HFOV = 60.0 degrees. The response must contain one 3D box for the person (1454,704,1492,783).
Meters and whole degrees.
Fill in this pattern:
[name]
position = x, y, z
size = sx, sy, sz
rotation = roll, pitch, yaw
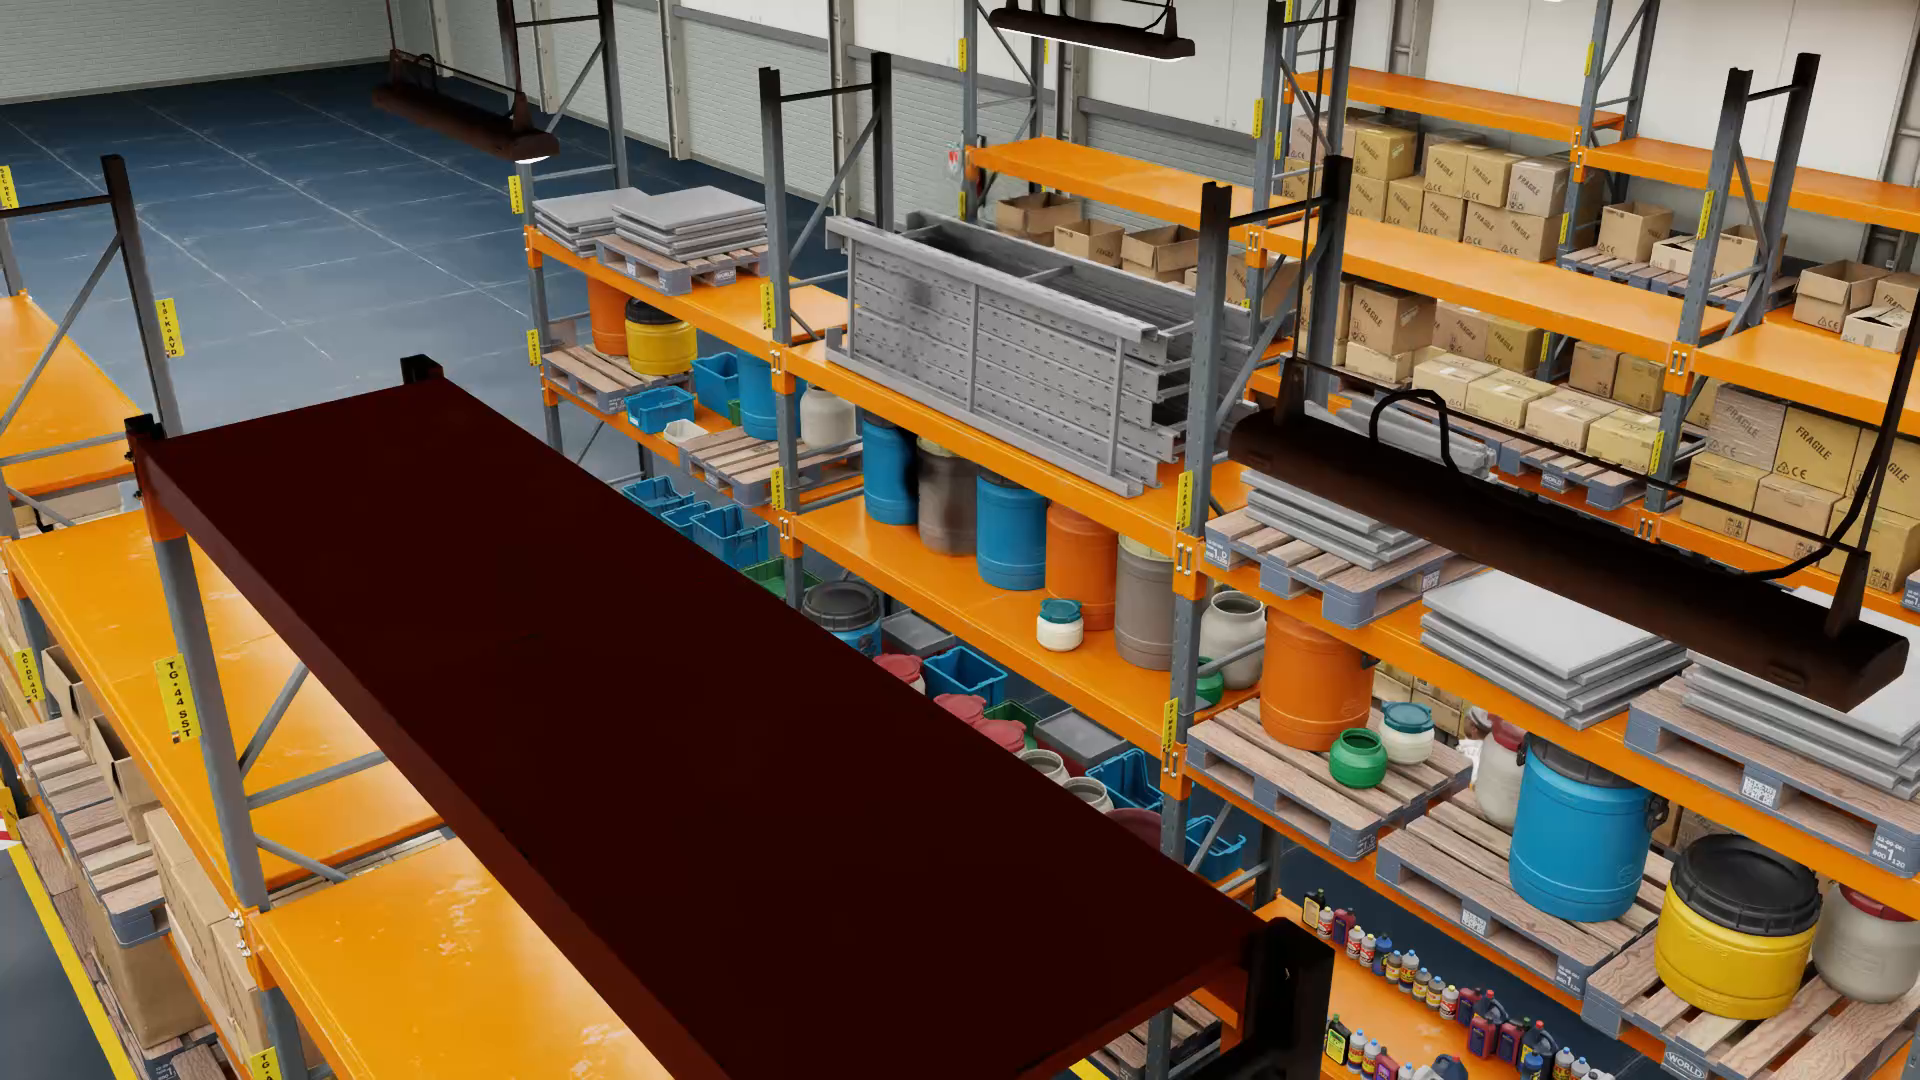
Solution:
[person]
position = 3.556, 1.886, 11.742
size = 0.917, 1.720, 0.678
rotation = 23, 34, 39
